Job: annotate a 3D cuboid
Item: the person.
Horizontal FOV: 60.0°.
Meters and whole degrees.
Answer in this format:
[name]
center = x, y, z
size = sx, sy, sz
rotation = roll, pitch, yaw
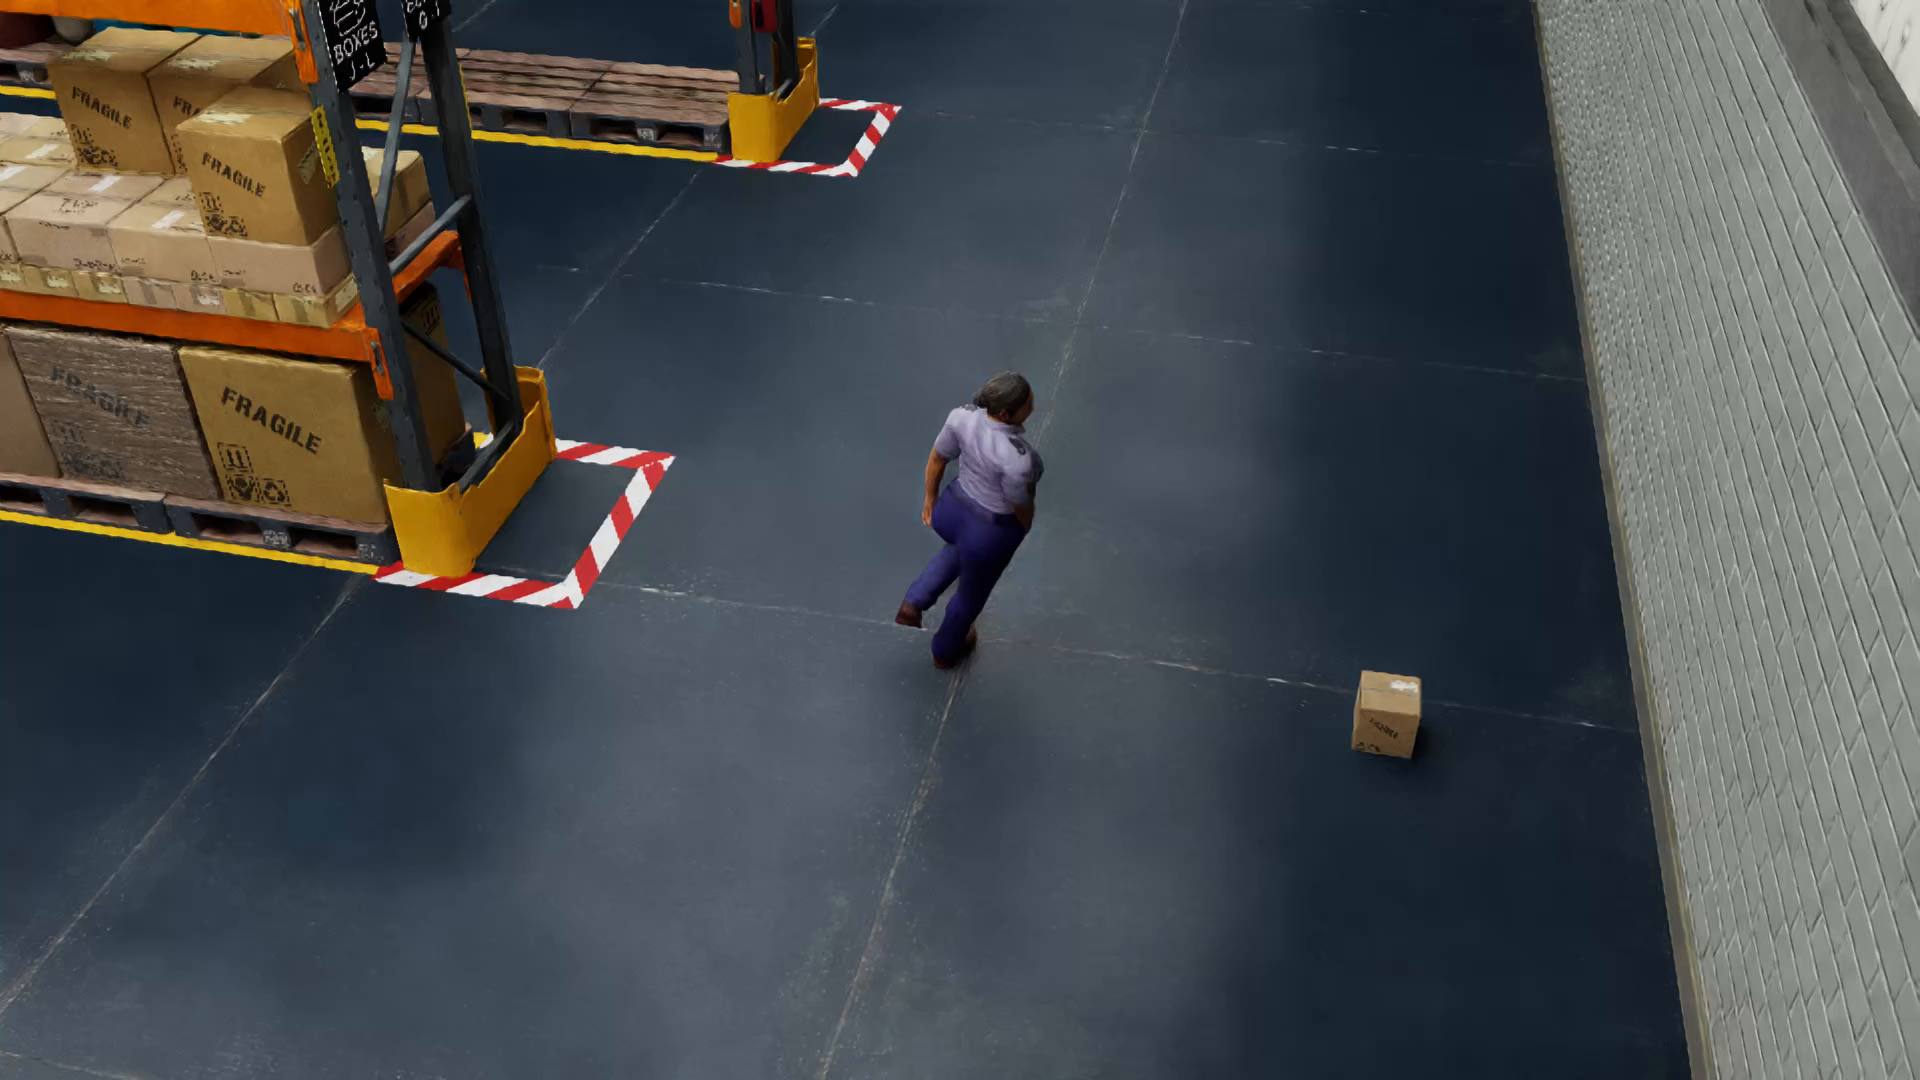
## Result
[person]
center = 0.061, -0.092, 7.102
size = 0.490, 1.606, 0.698
rotation = -30, 46, -34
